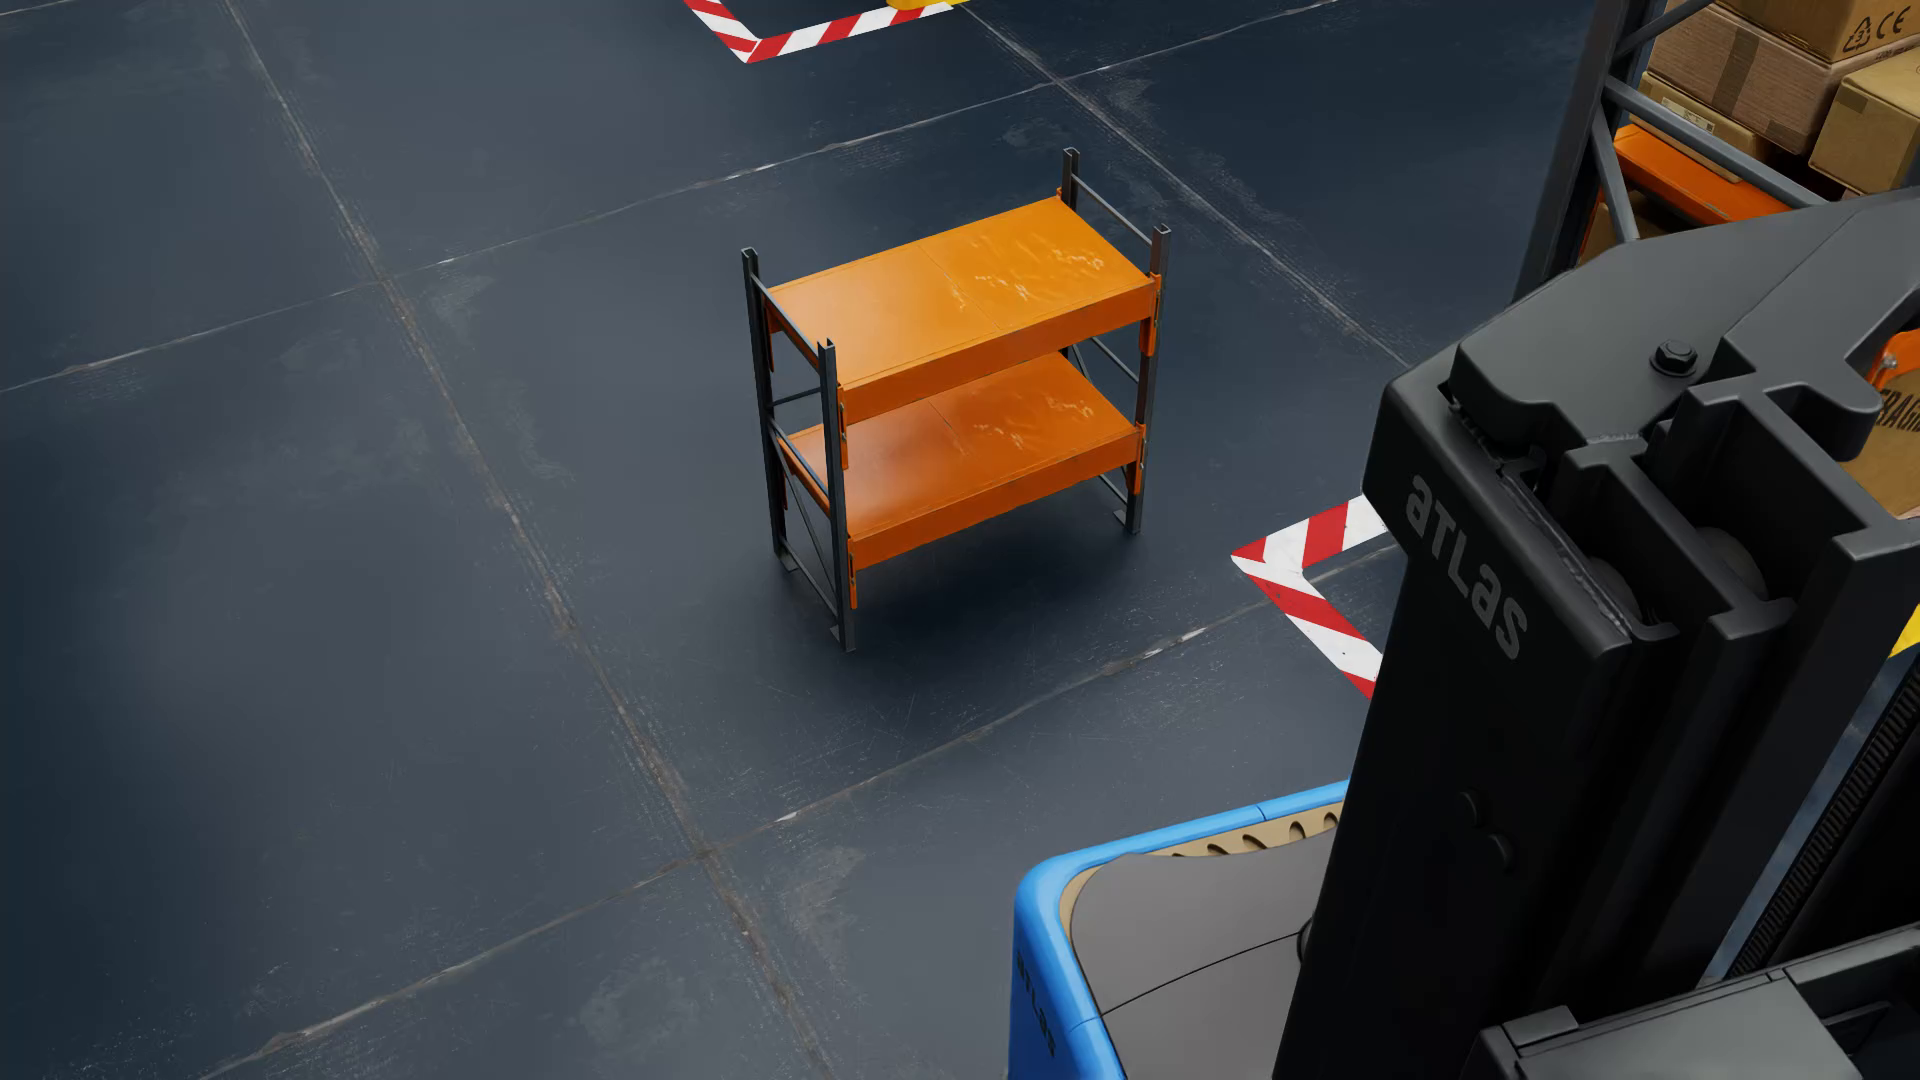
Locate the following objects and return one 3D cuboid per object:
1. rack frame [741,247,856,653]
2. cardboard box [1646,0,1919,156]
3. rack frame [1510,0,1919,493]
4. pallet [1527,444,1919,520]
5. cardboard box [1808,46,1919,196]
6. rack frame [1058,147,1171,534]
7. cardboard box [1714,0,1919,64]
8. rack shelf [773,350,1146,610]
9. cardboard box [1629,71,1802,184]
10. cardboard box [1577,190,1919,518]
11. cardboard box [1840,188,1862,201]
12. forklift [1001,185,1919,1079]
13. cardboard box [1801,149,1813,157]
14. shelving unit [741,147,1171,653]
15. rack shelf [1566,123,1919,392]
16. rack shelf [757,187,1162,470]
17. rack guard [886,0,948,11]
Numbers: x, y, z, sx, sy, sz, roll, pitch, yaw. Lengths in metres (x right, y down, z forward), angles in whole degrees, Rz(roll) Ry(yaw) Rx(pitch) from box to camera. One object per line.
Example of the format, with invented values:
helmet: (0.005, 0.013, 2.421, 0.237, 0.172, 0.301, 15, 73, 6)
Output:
rack frame: (-0.447, -0.225, 4.674, 0.032, 1.125, 0.500, -22, 48, -21)
cardboard box: (2.177, -1.283, 4.313, 0.500, 0.250, 0.500, -23, 48, -22)
rack frame: (1.889, -0.902, 4.026, 0.127, 3.000, 1.000, -22, 48, -21)
pallet: (2.543, -0.226, 5.331, 1.213, 0.211, 1.003, -22, 48, -21)
cardboard box: (2.440, -0.958, 3.978, 0.500, 0.250, 0.500, -23, 49, -22)
rack frame: (0.435, -0.578, 5.038, 0.032, 1.125, 0.500, -22, 48, -21)
cardboard box: (2.180, -1.552, 4.051, 0.500, 0.500, 0.500, -21, 48, -20)
rack shelf: (-0.006, -0.226, 5.026, 1.000, 0.278, 0.538, -22, 48, -21)
cardboard box: (2.034, -1.134, 4.445, 0.250, 0.149, 0.380, -21, 48, -20)
cardboard box: (2.404, -0.561, 4.898, 0.875, 0.875, 0.875, -22, 48, -21)
cardboard box: (2.361, -0.736, 4.035, 0.250, 0.149, 0.380, -21, 48, -21)
forklift: (1.009, 1.207, 1.901, 1.130, 2.935, 3.031, -12, 45, -12)
cardboard box: (2.258, -1.225, 4.539, 0.250, 0.149, 0.380, -21, 48, -21)
shelving unit: (-0.006, -0.401, 4.856, 1.048, 1.125, 0.538, -22, 48, -21)
rack shelf: (3.623, -1.338, 4.991, 4.000, 0.370, 1.077, -22, 48, -21)
rack shelf: (-0.006, -0.611, 4.652, 1.000, 0.278, 0.538, -22, 48, -21)
rack guard: (-0.429, -3.061, 8.046, 0.348, 0.500, 1.175, -22, 48, -21)
